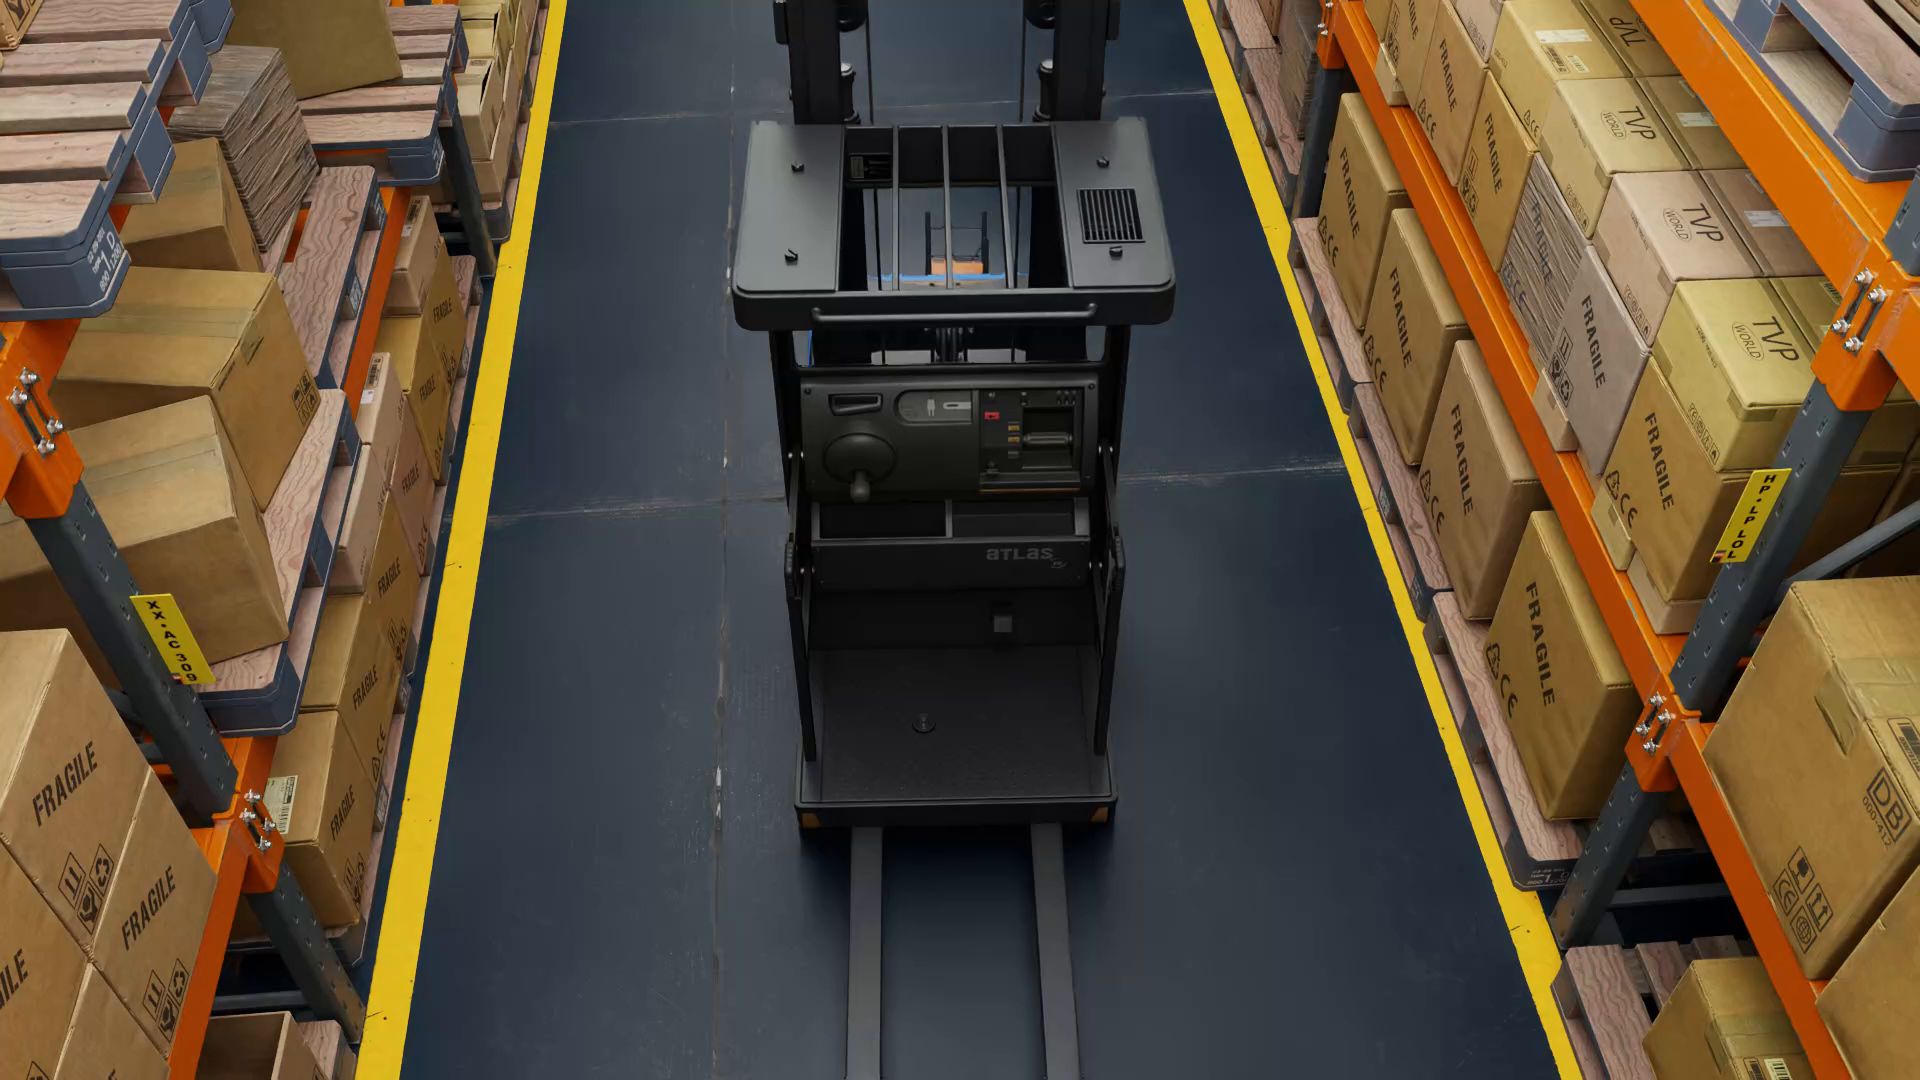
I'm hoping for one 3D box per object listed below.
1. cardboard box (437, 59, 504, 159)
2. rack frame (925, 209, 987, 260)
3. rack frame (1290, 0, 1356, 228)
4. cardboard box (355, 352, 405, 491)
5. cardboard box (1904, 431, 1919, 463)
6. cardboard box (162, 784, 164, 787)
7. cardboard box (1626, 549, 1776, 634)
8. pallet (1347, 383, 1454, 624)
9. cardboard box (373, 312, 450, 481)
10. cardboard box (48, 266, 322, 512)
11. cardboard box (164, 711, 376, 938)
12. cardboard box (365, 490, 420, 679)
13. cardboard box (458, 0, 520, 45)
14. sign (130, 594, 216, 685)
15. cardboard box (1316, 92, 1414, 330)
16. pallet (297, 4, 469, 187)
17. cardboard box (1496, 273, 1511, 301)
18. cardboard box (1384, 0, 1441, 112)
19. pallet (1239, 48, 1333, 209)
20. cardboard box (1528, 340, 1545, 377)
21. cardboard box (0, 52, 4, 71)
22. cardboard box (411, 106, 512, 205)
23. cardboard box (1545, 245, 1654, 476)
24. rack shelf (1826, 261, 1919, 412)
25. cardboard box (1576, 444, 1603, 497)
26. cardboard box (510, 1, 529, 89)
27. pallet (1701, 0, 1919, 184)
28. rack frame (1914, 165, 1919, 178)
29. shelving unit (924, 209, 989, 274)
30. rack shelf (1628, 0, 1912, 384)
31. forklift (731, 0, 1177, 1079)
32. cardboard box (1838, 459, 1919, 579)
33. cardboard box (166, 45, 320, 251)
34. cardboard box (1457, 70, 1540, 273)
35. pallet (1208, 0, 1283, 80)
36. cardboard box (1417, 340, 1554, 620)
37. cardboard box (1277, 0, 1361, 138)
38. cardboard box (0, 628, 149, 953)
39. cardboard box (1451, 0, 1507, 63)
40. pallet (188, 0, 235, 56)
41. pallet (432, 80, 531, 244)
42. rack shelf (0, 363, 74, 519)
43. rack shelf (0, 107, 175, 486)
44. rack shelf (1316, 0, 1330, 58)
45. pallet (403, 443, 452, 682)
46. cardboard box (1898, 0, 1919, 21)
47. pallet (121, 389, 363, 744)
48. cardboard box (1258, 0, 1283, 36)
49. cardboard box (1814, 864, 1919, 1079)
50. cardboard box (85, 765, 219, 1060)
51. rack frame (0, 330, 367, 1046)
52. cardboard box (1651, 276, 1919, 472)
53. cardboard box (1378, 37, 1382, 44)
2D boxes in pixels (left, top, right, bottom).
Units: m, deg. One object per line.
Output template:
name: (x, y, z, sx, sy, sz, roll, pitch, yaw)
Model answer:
cardboard box: (-2.517, -2.104, 8.032, 0.500, 0.311, 0.500, -2, 47, -2)
rack frame: (-0.016, -0.869, 6.883, 0.240, 1.200, 0.006, -1, 47, -1)
rack frame: (2.170, -2.620, 7.301, 1.000, 3.000, 0.127, -3, 47, -3)
cardboard box: (-2.355, -0.423, 6.123, 0.500, 0.250, 0.500, -4, 47, -4)
cardboard box: (2.726, -0.476, 4.467, 0.500, 0.250, 0.500, -2, 47, -2)
cardboard box: (-2.758, 0.947, 5.342, 0.500, 0.500, 0.500, -4, 47, -4)
cardboard box: (2.194, 0.127, 4.860, 0.380, 0.149, 0.250, -3, 47, -3)
pallet: (2.260, -0.205, 6.935, 1.003, 0.211, 1.213, -3, 47, -3)
cardboard box: (-2.411, -0.571, 6.780, 0.500, 0.500, 0.500, -5, 47, -5)
cardboard box: (-2.369, -0.451, 4.889, 0.700, 0.500, 0.500, 3, 47, 3)
cardboard box: (-2.229, 0.922, 5.366, 0.500, 0.500, 0.500, -5, 47, -5)
cardboard box: (-2.319, 0.174, 6.074, 0.500, 0.500, 0.500, -3, 47, -3)
cardboard box: (-2.610, -2.853, 8.741, 0.500, 0.311, 0.500, -5, 47, -4)
sign: (-1.891, 0.242, 3.995, 0.100, 0.325, 0.005, -3, 47, -3)
cardboard box: (2.101, -1.485, 7.418, 0.750, 0.750, 0.750, -4, 47, -4)
pallet: (-2.640, -1.764, 6.623, 1.213, 0.211, 1.003, -3, 47, -3)
cardboard box: (2.121, -0.988, 5.916, 0.380, 0.149, 0.250, -2, 47, -2)
cardboard box: (1.990, -2.017, 6.443, 0.500, 0.500, 0.500, -2, 47, -2)
pallet: (2.106, -2.226, 8.849, 1.003, 0.211, 1.213, -3, 47, -3)
cardboard box: (2.138, -0.613, 5.561, 0.380, 0.149, 0.250, -3, 47, -3)
cardboard box: (-2.400, -1.035, 3.308, 0.600, 0.600, 0.600, -8, 47, -7)
cardboard box: (-2.517, -1.911, 8.235, 0.500, 0.250, 0.500, -4, 47, -3)
cardboard box: (2.162, -0.556, 5.060, 0.500, 0.500, 0.500, -3, 47, -3)
rack shelf: (2.672, 0.937, 2.362, 1.077, 0.370, 4.000, -3, 47, -3)
cardboard box: (2.173, -0.245, 5.212, 0.380, 0.149, 0.250, -2, 47, -2)
cardboard box: (-2.610, -2.651, 8.936, 0.500, 0.250, 0.500, -5, 47, -4)
pallet: (2.379, -1.352, 4.166, 0.805, 0.209, 1.217, -5, 47, -5)
rack frame: (2.505, -1.788, 2.382, 1.000, 3.000, 0.127, -3, 47, -3)
shelving unit: (-0.013, -0.803, 6.820, 0.258, 1.200, 0.189, -1, 47, -1)
rack shelf: (2.337, -1.957, 5.103, 1.077, 0.370, 4.000, -3, 47, -3)
forklift: (-0.024, -0.225, 5.081, 1.130, 2.935, 3.031, -1, 47, -1)
cardboard box: (2.717, -0.217, 4.739, 0.500, 0.500, 0.500, -5, 47, -5)
cardboard box: (-2.715, -1.372, 5.762, 0.700, 0.500, 0.500, 4, 47, 4)
cardboard box: (2.082, -1.281, 5.747, 0.500, 0.500, 0.500, -2, 47, -2)
pallet: (2.007, -3.107, 9.684, 1.003, 0.211, 1.213, -3, 47, -3)
cardboard box: (2.243, -0.236, 6.235, 0.750, 0.750, 0.750, -2, 47, -2)
cardboard box: (2.058, -2.429, 8.540, 0.700, 0.500, 0.500, -3, 47, -3)
cardboard box: (-2.131, 0.550, 3.542, 0.500, 0.500, 0.500, -3, 47, -3)
cardboard box: (2.042, -1.927, 5.841, 0.500, 0.250, 0.500, -3, 47, -3)
pallet: (-2.506, -1.615, 4.413, 1.213, 0.211, 1.003, -3, 47, -3)
pallet: (-2.796, -1.955, 8.593, 1.003, 0.211, 1.213, -3, 47, -3)
rack shelf: (-2.264, 1.241, 2.075, 1.077, 0.370, 4.000, -3, 47, -3)
rack shelf: (-2.599, -1.653, 4.815, 1.077, 0.370, 4.000, -3, 47, -3)
rack shelf: (2.002, -3.819, 8.933, 1.077, 0.370, 4.000, -3, 47, -3)
pallet: (-2.642, 0.066, 6.678, 1.003, 0.211, 1.213, -3, 47, -3)
cardboard box: (2.540, -1.586, 3.885, 0.700, 0.500, 0.500, -6, 47, -5)
pallet: (-2.389, 0.059, 4.896, 1.003, 0.211, 1.213, -3, 47, -3)
cardboard box: (2.060, -3.167, 9.238, 0.700, 0.500, 0.500, -4, 47, -4)
cardboard box: (2.589, 1.093, 3.579, 0.980, 0.700, 0.700, -5, 47, -4)
cardboard box: (-2.134, 0.890, 3.909, 0.500, 0.500, 0.500, -3, 47, -3)
rack frame: (-2.431, 0.578, 4.273, 1.000, 3.000, 0.127, -3, 47, -3)
cardboard box: (2.211, -0.449, 4.442, 0.500, 0.250, 0.500, -2, 47, -2)
cardboard box: (1.979, -2.105, 6.973, 0.380, 0.149, 0.250, -3, 47, -3)
